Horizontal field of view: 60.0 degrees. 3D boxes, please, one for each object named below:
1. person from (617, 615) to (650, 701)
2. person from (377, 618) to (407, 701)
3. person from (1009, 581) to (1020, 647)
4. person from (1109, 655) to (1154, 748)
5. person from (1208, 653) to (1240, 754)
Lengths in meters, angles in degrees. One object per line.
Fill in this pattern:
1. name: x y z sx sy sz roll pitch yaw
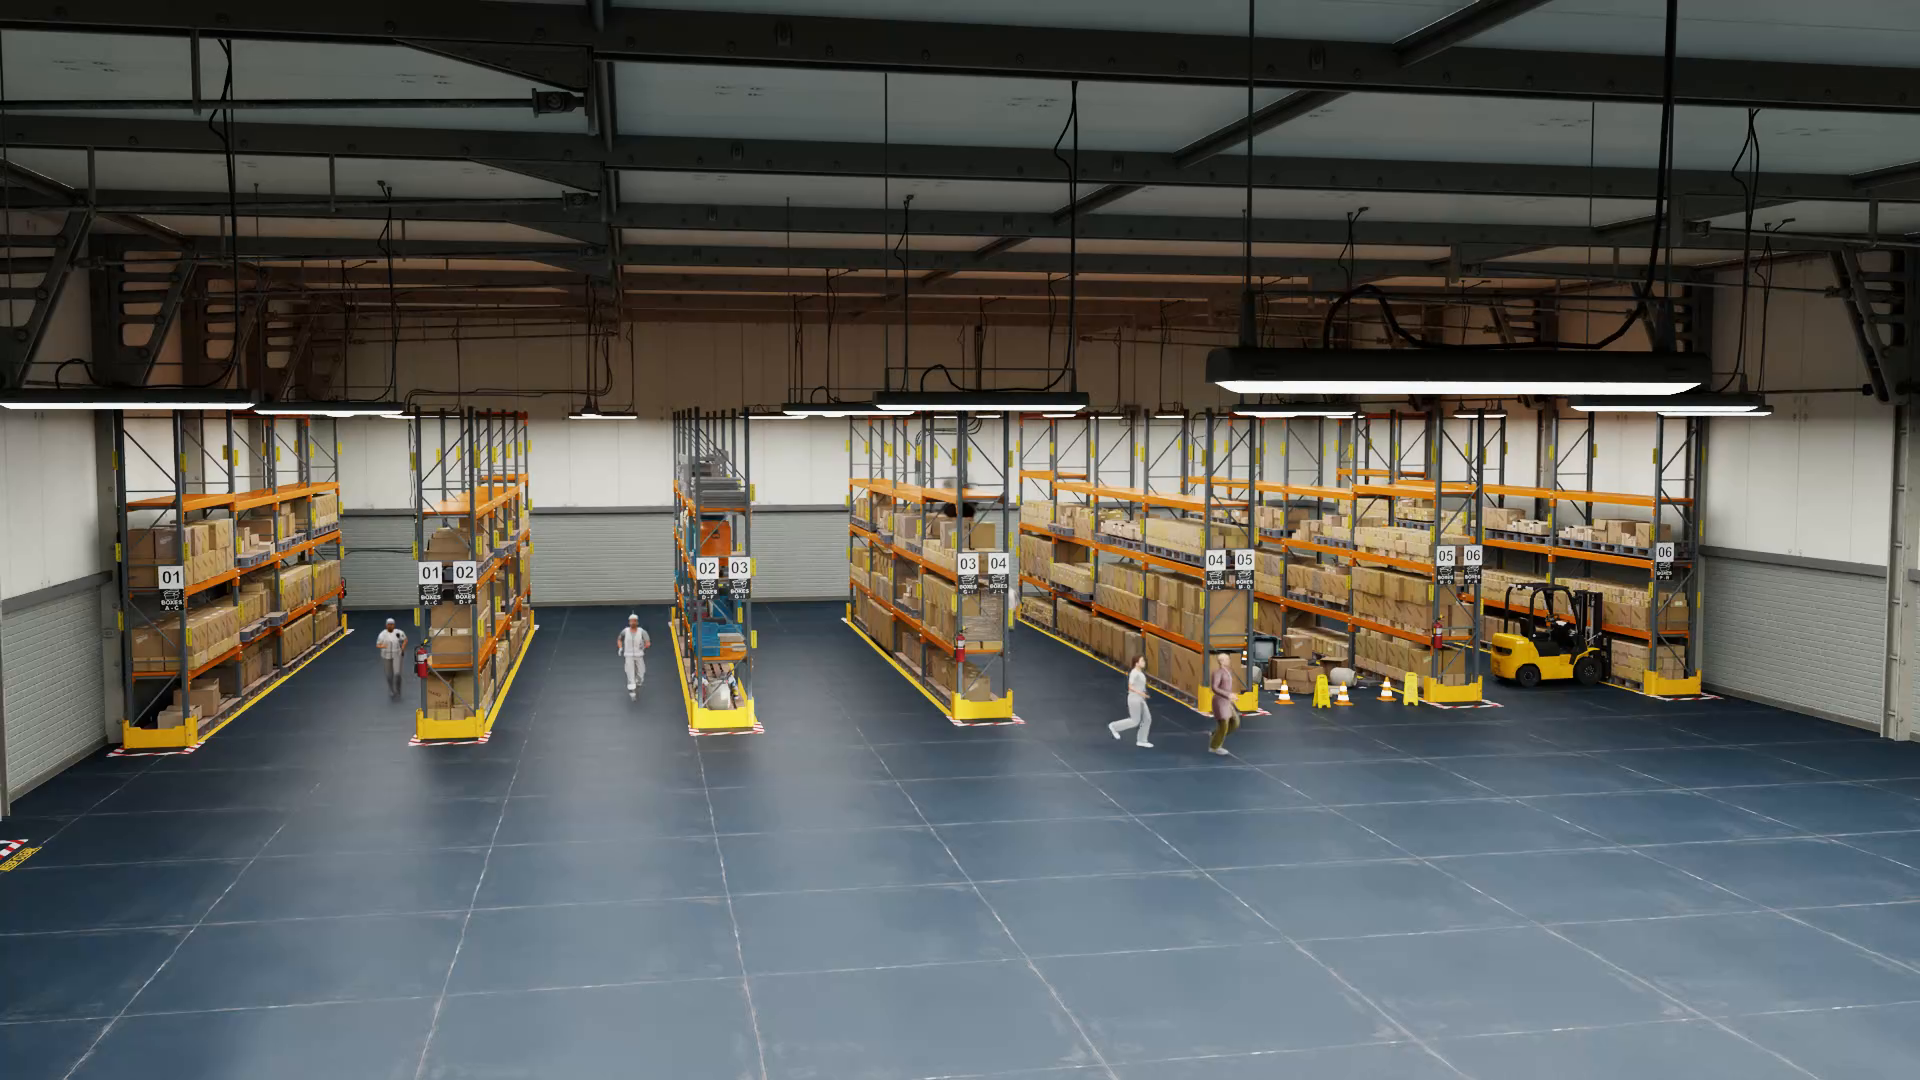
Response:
1. person: -6.716 2.411 34.233 0.669 1.760 0.868 -1 4 -12
2. person: -11.717 2.469 34.301 0.583 1.725 0.746 -1 4 -14
3. person: 1.204 1.845 42.479 0.660 1.746 0.578 -1 4 -9
4. person: 3.034 2.824 29.312 0.801 1.637 0.554 2 4 23
5. person: 4.549 2.817 28.593 0.618 1.744 0.716 2 5 29
